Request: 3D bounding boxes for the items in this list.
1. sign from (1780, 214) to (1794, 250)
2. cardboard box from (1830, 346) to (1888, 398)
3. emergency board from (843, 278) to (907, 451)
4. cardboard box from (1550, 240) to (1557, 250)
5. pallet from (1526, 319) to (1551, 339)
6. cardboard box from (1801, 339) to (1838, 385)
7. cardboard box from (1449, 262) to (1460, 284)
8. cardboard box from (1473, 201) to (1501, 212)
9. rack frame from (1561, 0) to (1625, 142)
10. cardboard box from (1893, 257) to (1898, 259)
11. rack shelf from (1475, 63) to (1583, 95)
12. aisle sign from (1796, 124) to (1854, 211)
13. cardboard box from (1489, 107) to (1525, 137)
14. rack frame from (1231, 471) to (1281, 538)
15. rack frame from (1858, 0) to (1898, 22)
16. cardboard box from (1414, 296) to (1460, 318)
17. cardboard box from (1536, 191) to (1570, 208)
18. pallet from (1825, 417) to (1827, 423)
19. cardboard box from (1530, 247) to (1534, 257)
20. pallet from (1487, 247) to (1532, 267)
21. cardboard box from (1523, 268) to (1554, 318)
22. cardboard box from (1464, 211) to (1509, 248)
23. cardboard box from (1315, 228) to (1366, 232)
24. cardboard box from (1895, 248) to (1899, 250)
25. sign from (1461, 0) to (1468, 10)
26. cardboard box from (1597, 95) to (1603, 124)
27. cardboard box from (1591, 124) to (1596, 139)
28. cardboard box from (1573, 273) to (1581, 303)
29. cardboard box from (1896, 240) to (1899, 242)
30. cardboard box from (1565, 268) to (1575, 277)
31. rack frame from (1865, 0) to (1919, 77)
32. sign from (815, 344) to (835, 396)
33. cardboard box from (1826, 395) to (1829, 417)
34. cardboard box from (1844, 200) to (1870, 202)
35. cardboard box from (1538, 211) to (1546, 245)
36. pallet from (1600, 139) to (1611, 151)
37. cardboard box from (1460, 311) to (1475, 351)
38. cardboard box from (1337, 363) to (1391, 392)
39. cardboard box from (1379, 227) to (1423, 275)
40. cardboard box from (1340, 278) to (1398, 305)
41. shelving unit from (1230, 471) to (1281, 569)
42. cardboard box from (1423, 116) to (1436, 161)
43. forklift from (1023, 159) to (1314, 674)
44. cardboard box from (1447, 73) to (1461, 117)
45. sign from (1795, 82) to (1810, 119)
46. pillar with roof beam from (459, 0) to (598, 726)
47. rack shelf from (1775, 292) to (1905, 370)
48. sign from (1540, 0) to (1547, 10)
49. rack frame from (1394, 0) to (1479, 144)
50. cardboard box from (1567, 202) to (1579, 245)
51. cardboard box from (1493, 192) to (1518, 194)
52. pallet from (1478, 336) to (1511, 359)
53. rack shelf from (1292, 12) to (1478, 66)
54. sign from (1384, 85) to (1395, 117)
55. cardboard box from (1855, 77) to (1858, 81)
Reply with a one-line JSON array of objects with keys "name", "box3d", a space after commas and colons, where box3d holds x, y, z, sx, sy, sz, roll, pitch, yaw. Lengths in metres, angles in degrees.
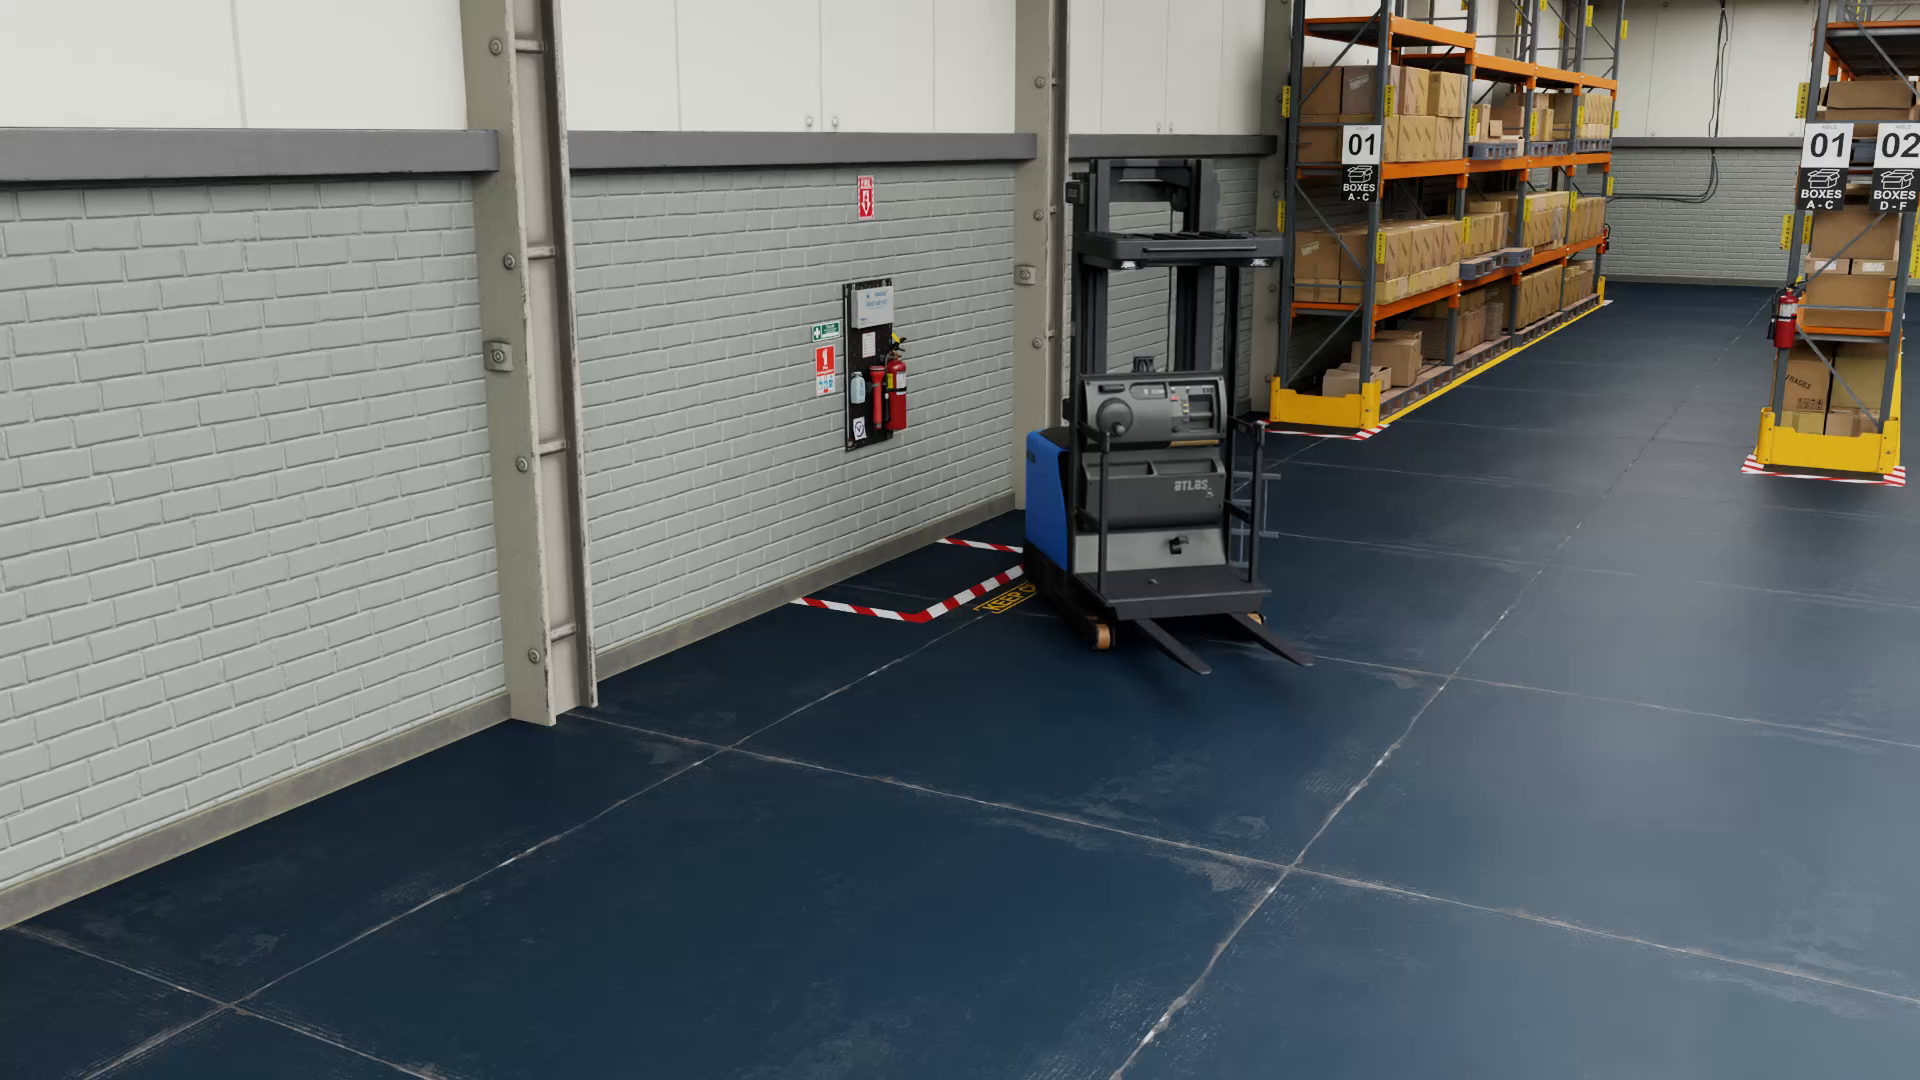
[{"name": "sign", "box3d": [7.854, -2.922, 15.776, 0.100, 0.325, 0.005, 7, 15, 28]}, {"name": "cardboard box", "box3d": [9.247, -1.703, 17.068, 0.500, 0.500, 0.500, 7, 15, 28]}, {"name": "emergency board", "box3d": [-0.563, -1.248, 11.809, 0.194, 1.169, 0.643, 7, 15, 28]}, {"name": "cardboard box", "box3d": [9.527, -4.825, 27.139, 0.380, 0.149, 0.250, 7, 15, 28]}, {"name": "pallet", "box3d": [8.889, -3.428, 26.803, 1.003, 0.211, 1.213, 7, 15, 28]}, {"name": "cardboard box", "box3d": [9.274, -1.967, 18.164, 0.500, 0.500, 0.500, 7, 15, 28]}, {"name": "cardboard box", "box3d": [5.954, -3.366, 20.872, 0.500, 0.250, 0.500, 7, 15, 28]}, {"name": "cardboard box", "box3d": [7.711, -4.885, 24.359, 0.380, 0.149, 0.250, 5, 15, 21]}, {"name": "rack frame", "box3d": [11.719, -8.939, 30.911, 1.000, 3.000, 0.127, 7, 15, 28]}, {"name": "cardboard box", "box3d": [8.826, -2.654, 16.044, 0.380, 0.149, 0.250, 7, 15, 27]}, {"name": "rack shelf", "box3d": [8.818, -7.164, 25.936, 1.077, 0.370, 4.000, 7, 15, 28]}, {"name": "aisle sign", "box3d": [8.033, -3.463, 15.451, 0.394, 0.787, 0.004, 7, 15, 28]}, {"name": "cardboard box", "box3d": [8.031, -6.206, 24.823, 0.700, 0.500, 0.500, 6, 15, 24]}, {"name": "rack frame", "box3d": [1.748, -0.319, 13.047, 1.500, 0.500, 0.032, 5, 14, 19]}, {"name": "rack frame", "box3d": [14.123, -7.558, 25.182, 1.000, 3.000, 0.127, 7, 15, 28]}, {"name": "cardboard box", "box3d": [6.469, -3.167, 22.566, 0.500, 0.250, 0.500, 7, 15, 27]}, {"name": "cardboard box", "box3d": [9.783, -5.644, 27.556, 0.500, 0.250, 0.500, 8, 16, 29]}, {"name": "pallet", "box3d": [9.246, -1.235, 17.705, 1.003, 0.211, 1.213, 7, 15, 28]}, {"name": "cardboard box", "box3d": [8.545, -4.406, 25.401, 0.380, 0.149, 0.250, 8, 16, 30]}, {"name": "pallet", "box3d": [7.600, -4.130, 24.172, 1.213, 0.211, 1.003, 7, 15, 28]}, {"name": "cardboard box", "box3d": [9.157, -4.030, 27.041, 0.750, 0.750, 0.750, 8, 16, 30]}, {"name": "cardboard box", "box3d": [7.633, -4.546, 24.338, 0.700, 0.500, 0.500, 5, 15, 21]}, {"name": "cardboard box", "box3d": [4.278, -3.264, 18.850, 0.500, 0.500, 0.500, 8, 16, 29]}, {"name": "cardboard box", "box3d": [9.571, -2.969, 17.350, 0.380, 0.149, 0.250, 8, 16, 30]}, {"name": "sign", "box3d": [7.364, -7.891, 24.233, 0.100, 0.325, 0.005, 7, 15, 28]}, {"name": "cardboard box", "box3d": [11.107, -7.635, 29.511, 0.500, 0.500, 0.500, 7, 15, 26]}, {"name": "cardboard box", "box3d": [10.850, -7.161, 29.146, 0.500, 0.250, 0.500, 7, 15, 26]}, {"name": "cardboard box", "box3d": [10.732, -4.540, 29.904, 0.700, 0.500, 0.500, 8, 16, 29]}, {"name": "cardboard box", "box3d": [10.312, -3.284, 18.657, 0.380, 0.149, 0.250, 7, 15, 28]}, {"name": "cardboard box", "box3d": [10.562, -4.697, 29.172, 0.380, 0.149, 0.250, 8, 16, 30]}, {"name": "rack frame", "box3d": [16.057, -8.378, 28.586, 1.000, 3.000, 0.127, 7, 15, 28]}, {"name": "sign", "box3d": [-0.921, -1.163, 11.383, 0.001, 0.329, 0.234, 7, 15, 28]}, {"name": "cardboard box", "box3d": [8.794, -1.397, 17.399, 0.500, 0.250, 0.500, 7, 15, 28]}, {"name": "cardboard box", "box3d": [9.077, -3.176, 16.825, 0.700, 0.500, 0.500, 7, 15, 28]}, {"name": "cardboard box", "box3d": [8.812, -4.863, 25.913, 0.500, 0.500, 0.500, 7, 15, 28]}, {"name": "pallet", "box3d": [11.369, -7.284, 30.637, 1.003, 0.211, 1.213, 7, 15, 28]}, {"name": "cardboard box", "box3d": [6.747, -2.924, 23.156, 0.700, 0.500, 0.500, 8, 15, 29]}, {"name": "cardboard box", "box3d": [4.673, -1.895, 19.293, 0.500, 0.311, 0.500, 9, 16, 33]}, {"name": "cardboard box", "box3d": [4.981, -3.311, 19.043, 0.500, 0.500, 0.500, 7, 15, 26]}, {"name": "cardboard box", "box3d": [4.498, -2.741, 18.279, 0.500, 0.250, 0.500, 7, 15, 26]}, {"name": "shelving unit", "box3d": [1.583, -0.208, 12.589, 1.500, 0.587, 1.083, 5, 14, 19]}, {"name": "cardboard box", "box3d": [5.143, -4.622, 19.149, 0.500, 0.500, 0.500, 8, 16, 31]}, {"name": "forklift", "box3d": [1.286, -0.844, 10.282, 1.130, 2.935, 3.031, -3, 14, -13]}, {"name": "cardboard box", "box3d": [5.656, -5.315, 19.891, 0.500, 0.500, 0.500, 8, 16, 31]}, {"name": "sign", "box3d": [7.854, -4.094, 15.494, 0.100, 0.325, 0.005, 7, 15, 28]}, {"name": "pillar with roof beam", "box3d": [1.533, -2.948, 6.062, 9.100, 9.000, 0.400, 7, 15, 28]}, {"name": "rack shelf", "box3d": [9.289, -2.240, 17.459, 1.077, 0.370, 4.000, 7, 15, 28]}, {"name": "sign", "box3d": [8.331, -7.731, 23.737, 0.100, 0.325, 0.005, 7, 15, 28]}, {"name": "rack frame", "box3d": [5.918, -6.477, 20.699, 1.000, 3.000, 0.127, 7, 15, 28]}, {"name": "cardboard box", "box3d": [10.062, -5.457, 28.629, 0.980, 0.700, 0.700, 8, 16, 29]}, {"name": "cardboard box", "box3d": [8.850, -5.493, 26.927, 0.500, 0.250, 0.500, 7, 15, 26]}, {"name": "pallet", "box3d": [7.472, -2.865, 24.469, 1.003, 0.211, 1.213, 7, 15, 28]}, {"name": "rack shelf", "box3d": [4.951, -5.715, 19.082, 1.077, 0.370, 4.000, 7, 15, 28]}, {"name": "sign", "box3d": [4.459, -4.561, 17.289, 0.100, 0.325, 0.005, 7, 15, 28]}, {"name": "cardboard box", "box3d": [10.844, -5.196, 19.608, 0.500, 0.500, 0.500, 9, 16, 33]}]
